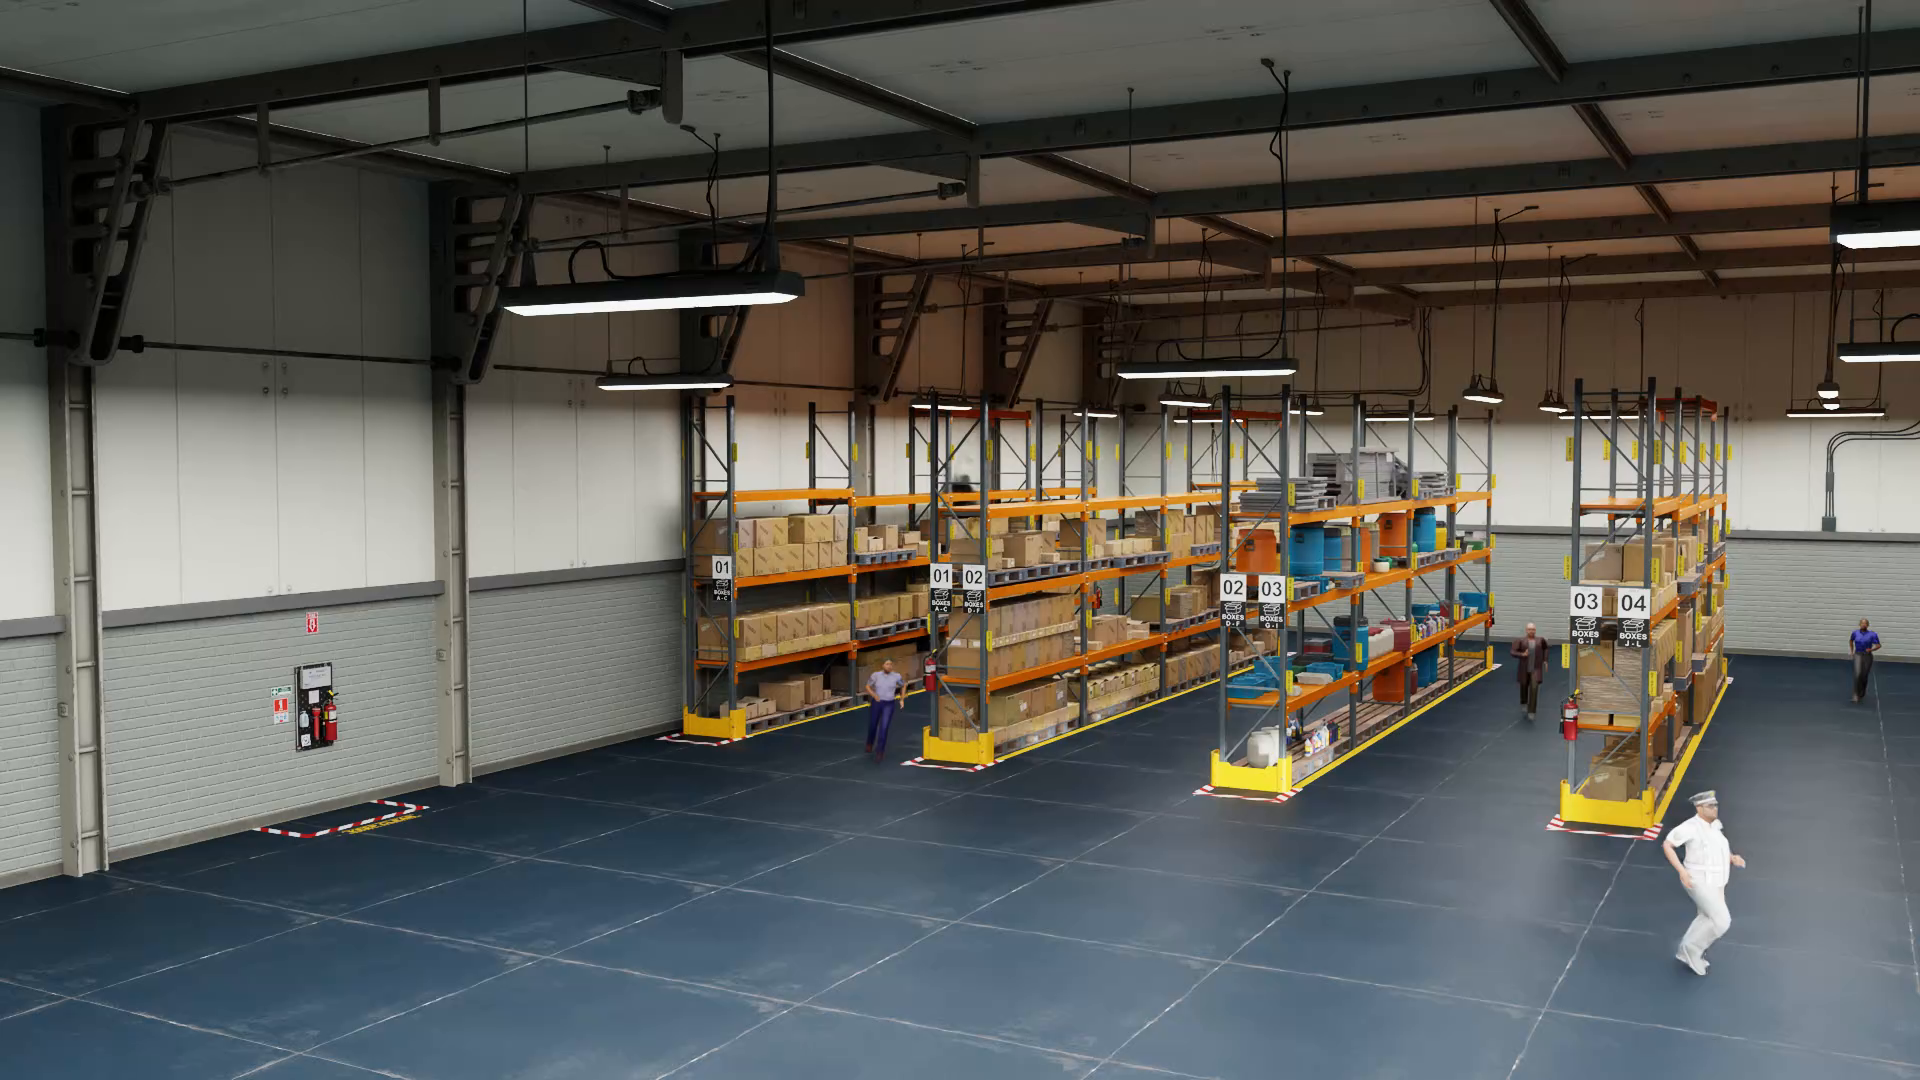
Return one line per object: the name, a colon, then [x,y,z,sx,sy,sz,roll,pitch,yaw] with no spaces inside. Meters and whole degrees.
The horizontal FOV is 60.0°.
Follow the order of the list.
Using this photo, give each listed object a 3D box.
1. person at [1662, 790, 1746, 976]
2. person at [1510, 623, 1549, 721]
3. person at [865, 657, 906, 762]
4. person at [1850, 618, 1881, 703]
person: [7.184,3.283,15.937,0.647,1.767,0.672,-2,4,-37]
person: [10.678,2.439,31.184,0.703,1.764,1.059,1,3,15]
person: [-1.235,2.747,27.268,0.696,1.655,0.862,0,3,0]
person: [18.230,2.416,33.506,0.572,1.661,0.785,2,4,31]
